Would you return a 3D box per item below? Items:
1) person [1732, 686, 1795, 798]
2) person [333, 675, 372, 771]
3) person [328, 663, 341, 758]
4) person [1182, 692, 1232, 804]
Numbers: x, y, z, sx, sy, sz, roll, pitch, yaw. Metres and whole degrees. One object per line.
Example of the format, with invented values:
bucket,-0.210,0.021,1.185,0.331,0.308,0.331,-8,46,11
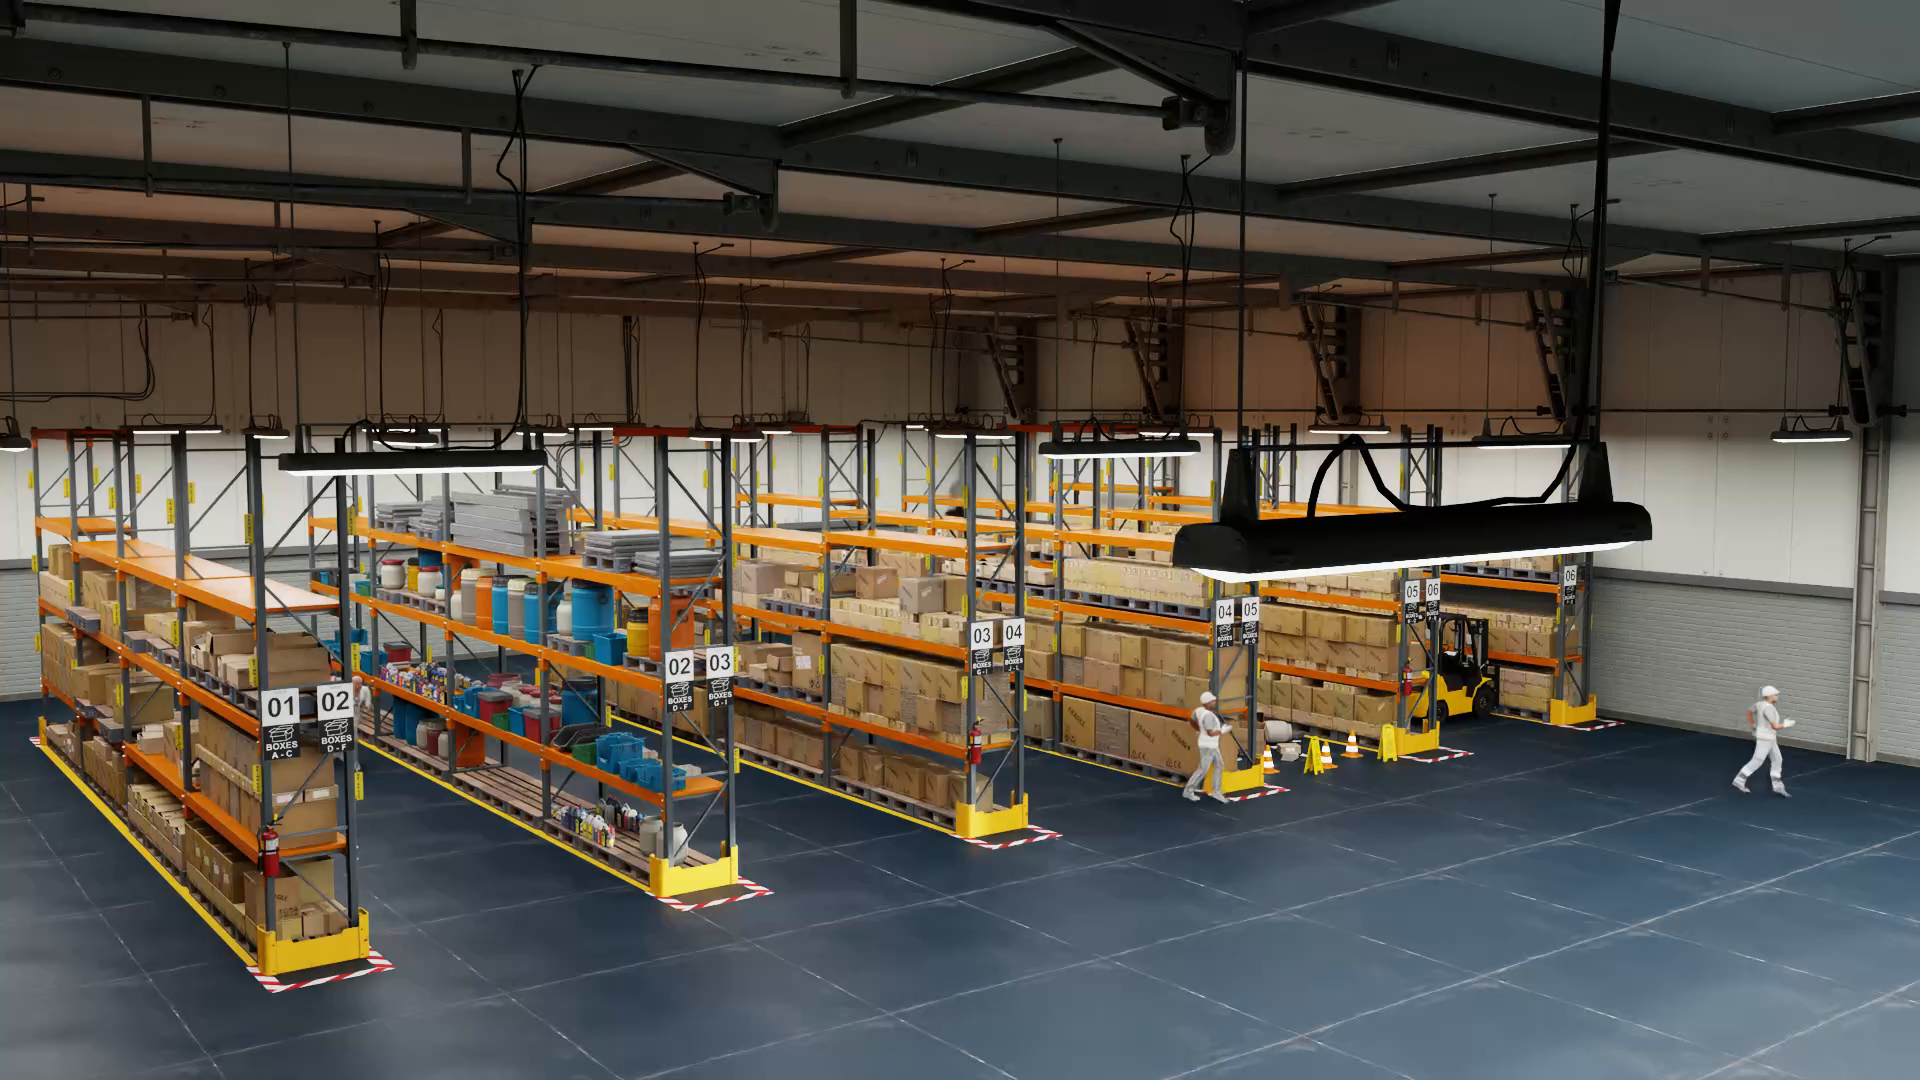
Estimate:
person,13.120,3.284,27.149,0.904,1.825,0.652,2,5,20
person,-10.835,3.218,29.387,1.072,1.737,0.750,4,6,41
person,-11.470,3.090,30.293,0.671,1.763,0.667,-2,5,-19
person,3.964,3.343,26.611,0.759,1.835,0.665,0,5,6
